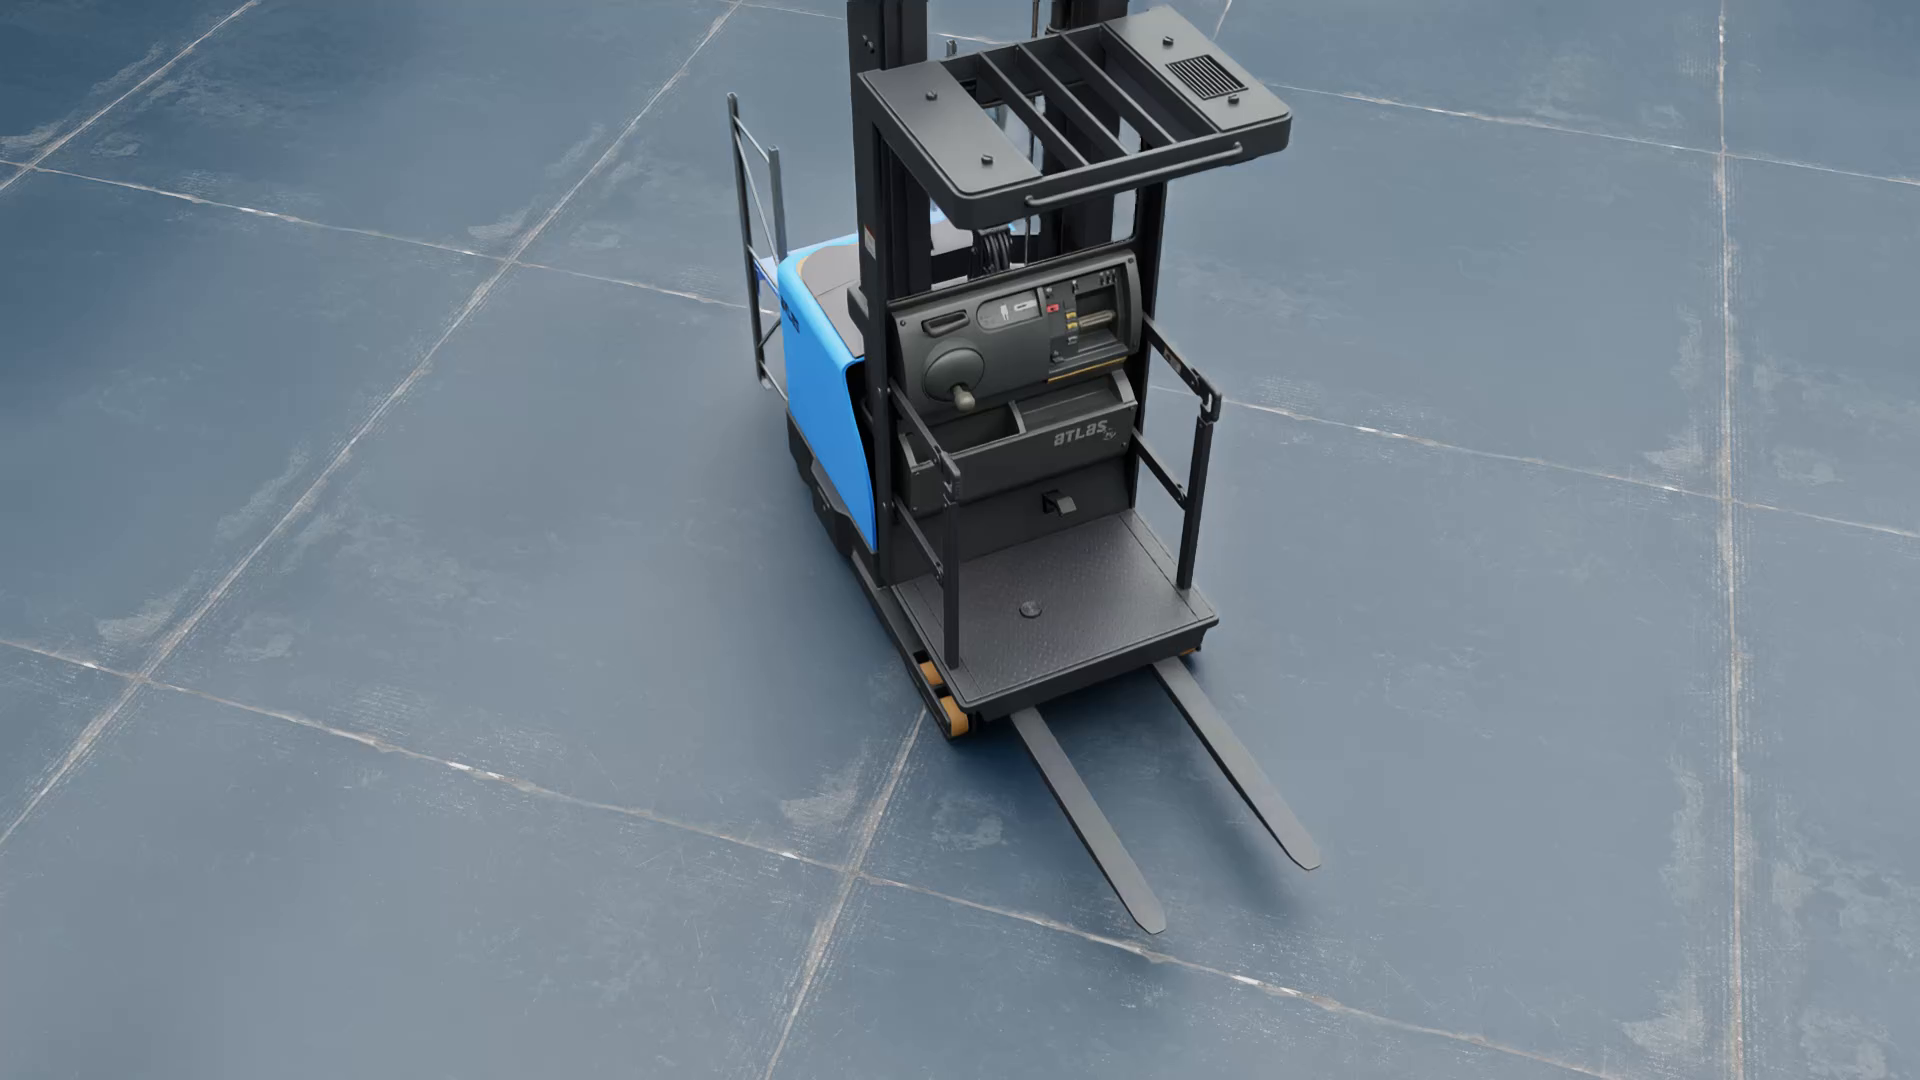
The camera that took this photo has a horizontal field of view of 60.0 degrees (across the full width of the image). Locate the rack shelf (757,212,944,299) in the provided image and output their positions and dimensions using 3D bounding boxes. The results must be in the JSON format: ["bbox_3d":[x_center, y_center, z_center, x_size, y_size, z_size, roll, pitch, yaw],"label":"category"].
[{"bbox_3d":[-0.388,-1.242,7.507,0.952,0.026,0.459,-19,48,-19],"label":"rack shelf"}]

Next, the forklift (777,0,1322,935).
[{"bbox_3d":[0.307,-0.642,5.709,1.130,2.935,3.031,-18,47,-17],"label":"forklift"}]

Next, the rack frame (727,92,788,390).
[{"bbox_3d":[-0.843,-1.164,7.266,0.032,1.500,0.500,-19,48,-19],"label":"rack frame"}]

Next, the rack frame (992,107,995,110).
[{"bbox_3d":[0.068,-1.480,7.589,0.013,1.308,0.475,-19,48,-19],"label":"rack frame"}]

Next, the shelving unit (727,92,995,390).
[{"bbox_3d":[-0.392,-1.321,7.427,1.039,1.500,0.500,-19,48,-19],"label":"shelving unit"}]
